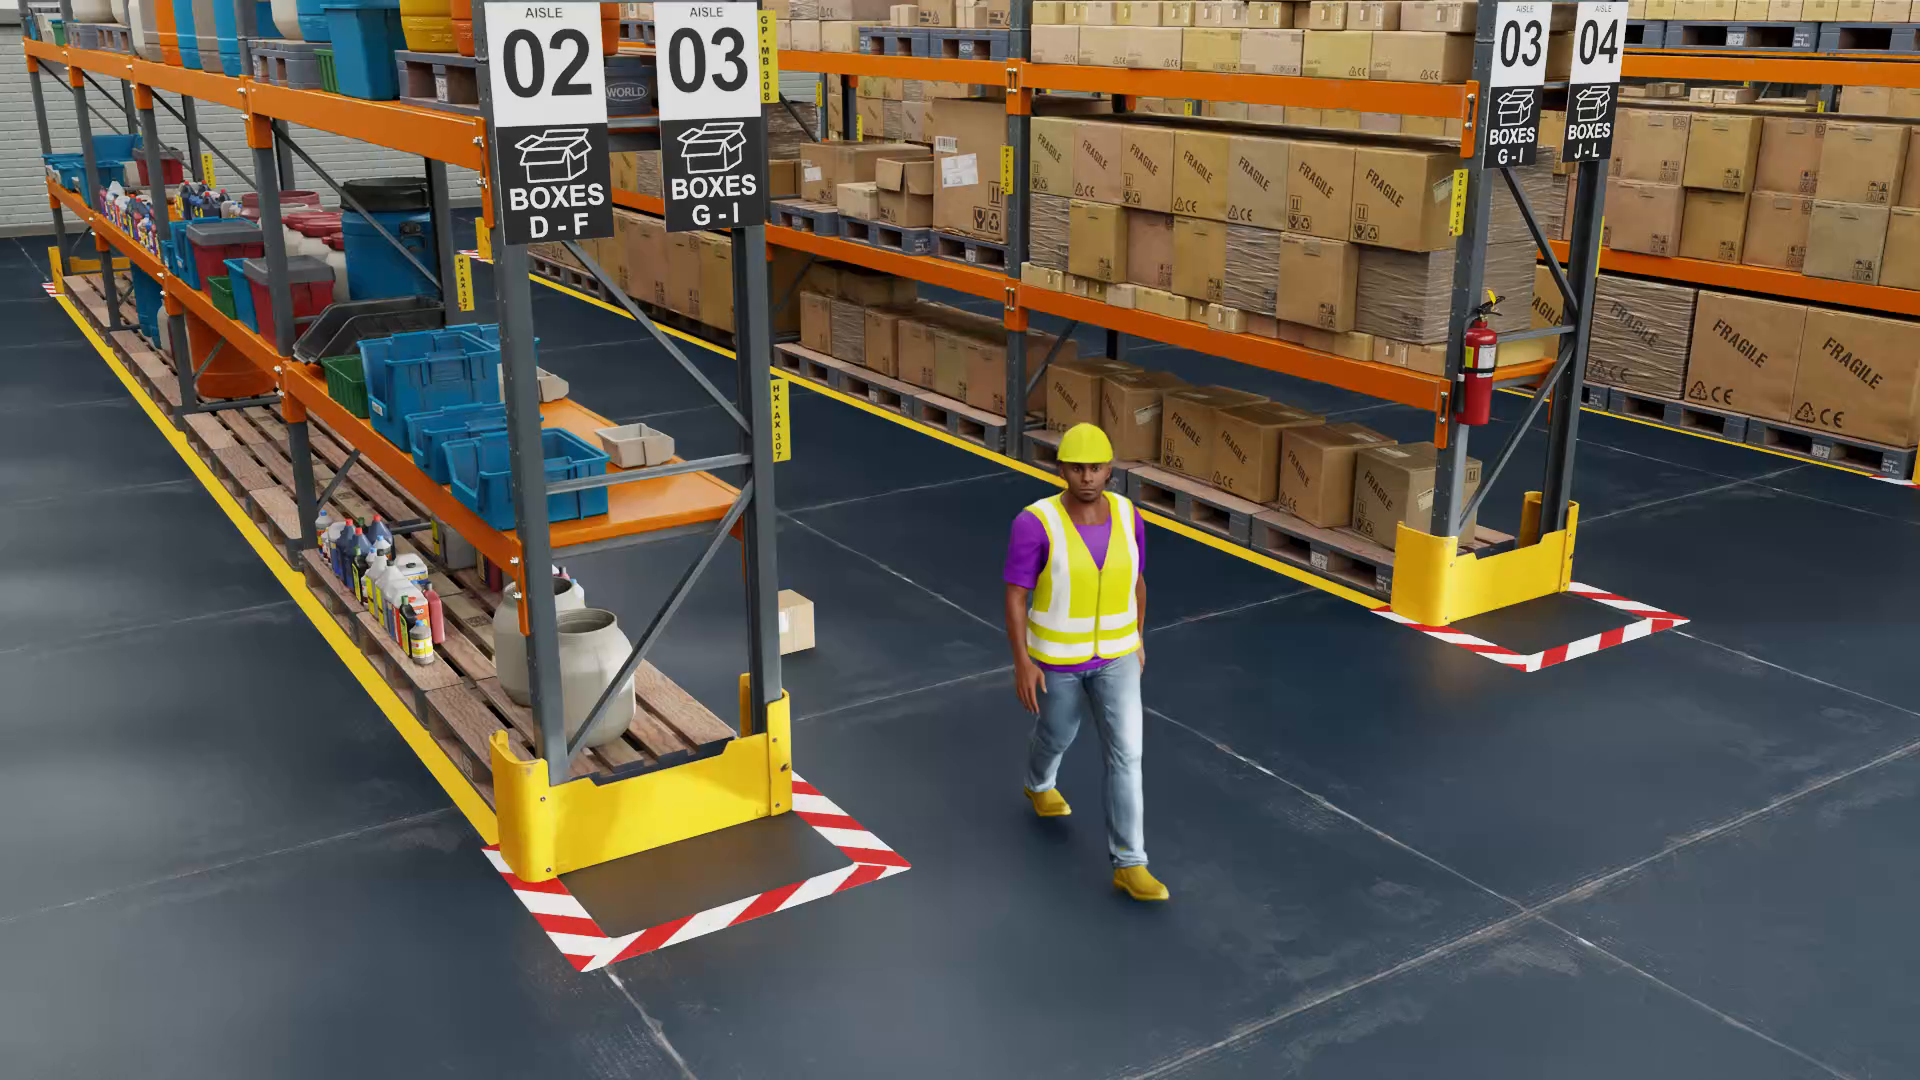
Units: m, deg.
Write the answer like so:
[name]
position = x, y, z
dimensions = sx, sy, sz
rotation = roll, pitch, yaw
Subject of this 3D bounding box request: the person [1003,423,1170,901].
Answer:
[person]
position = 0.468, 0.423, 6.222
dimensions = 0.612, 1.725, 1.015
rotation = -5, 19, -14
